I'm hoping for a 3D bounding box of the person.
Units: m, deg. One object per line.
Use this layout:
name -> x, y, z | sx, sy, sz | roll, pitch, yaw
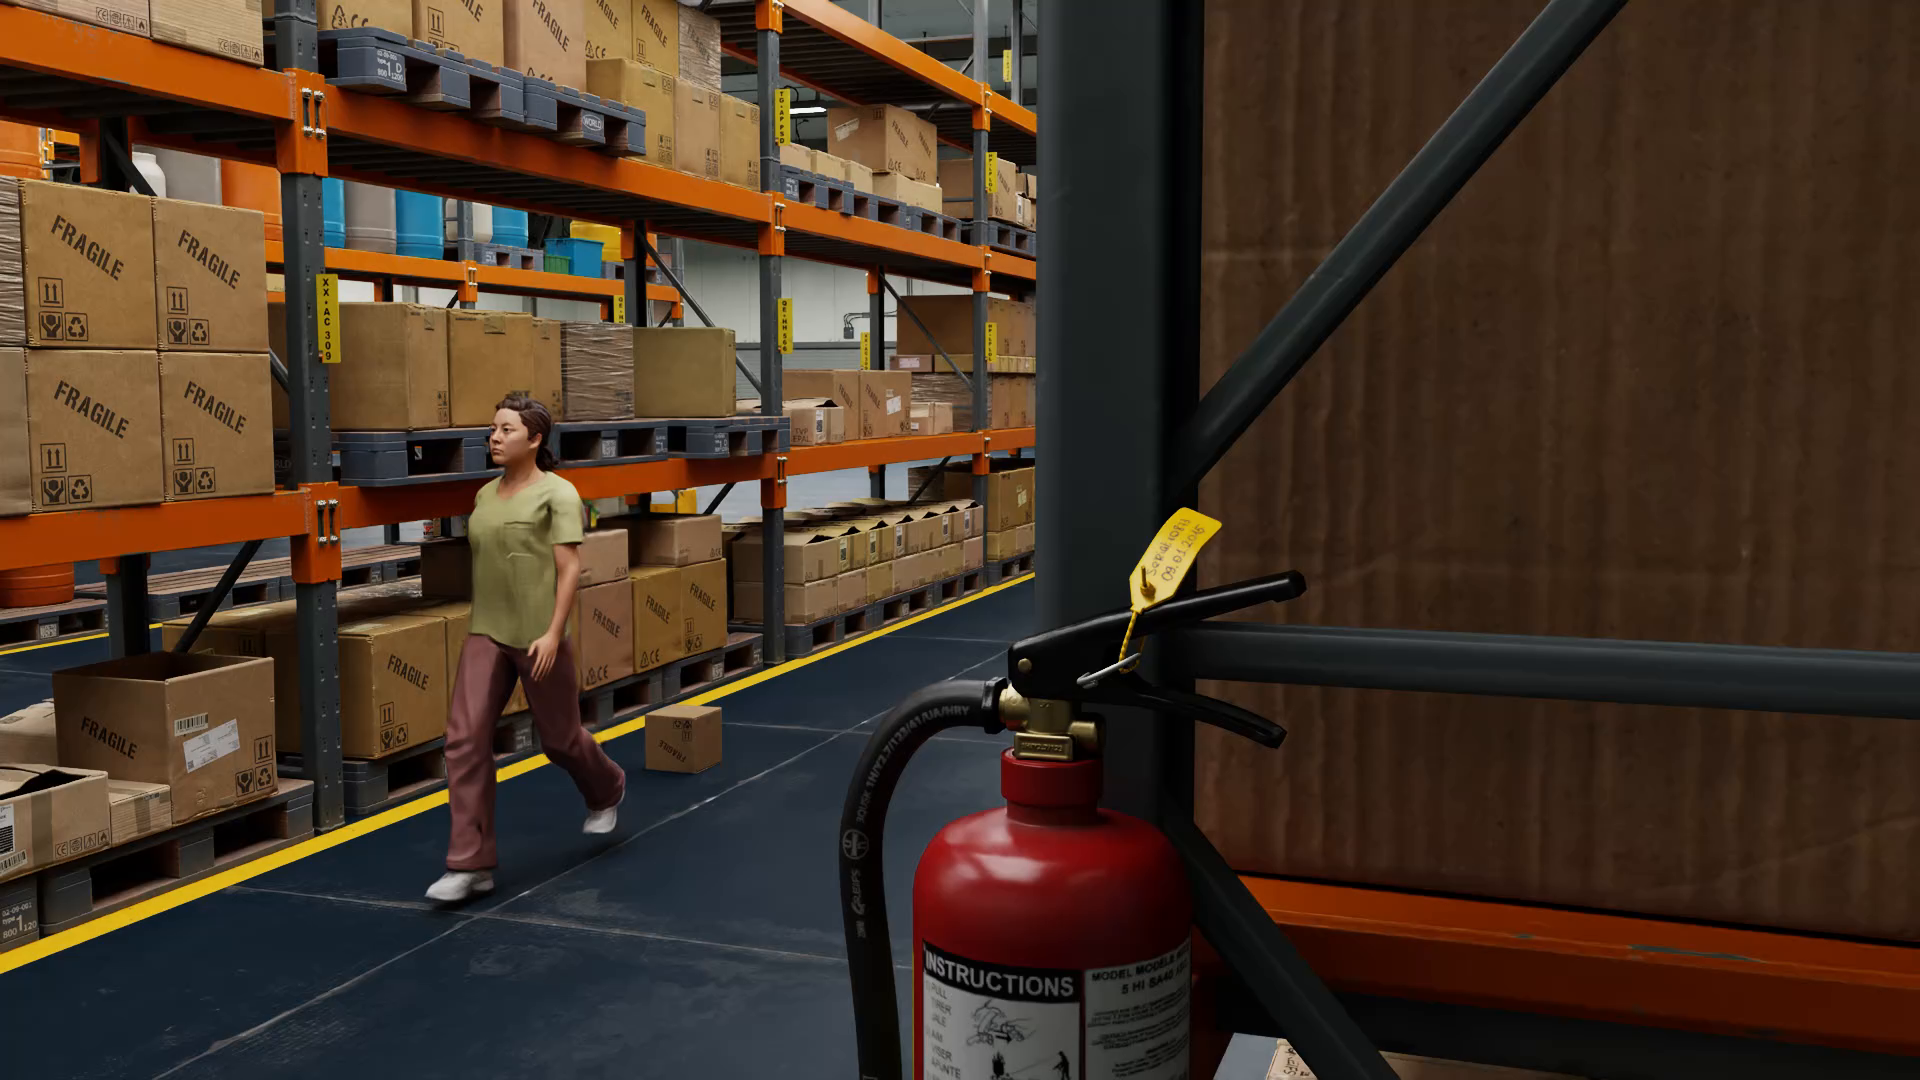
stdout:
person -> -1.467, 0.329, 5.643 | 0.442, 1.629, 0.983 | 2, 6, 17
